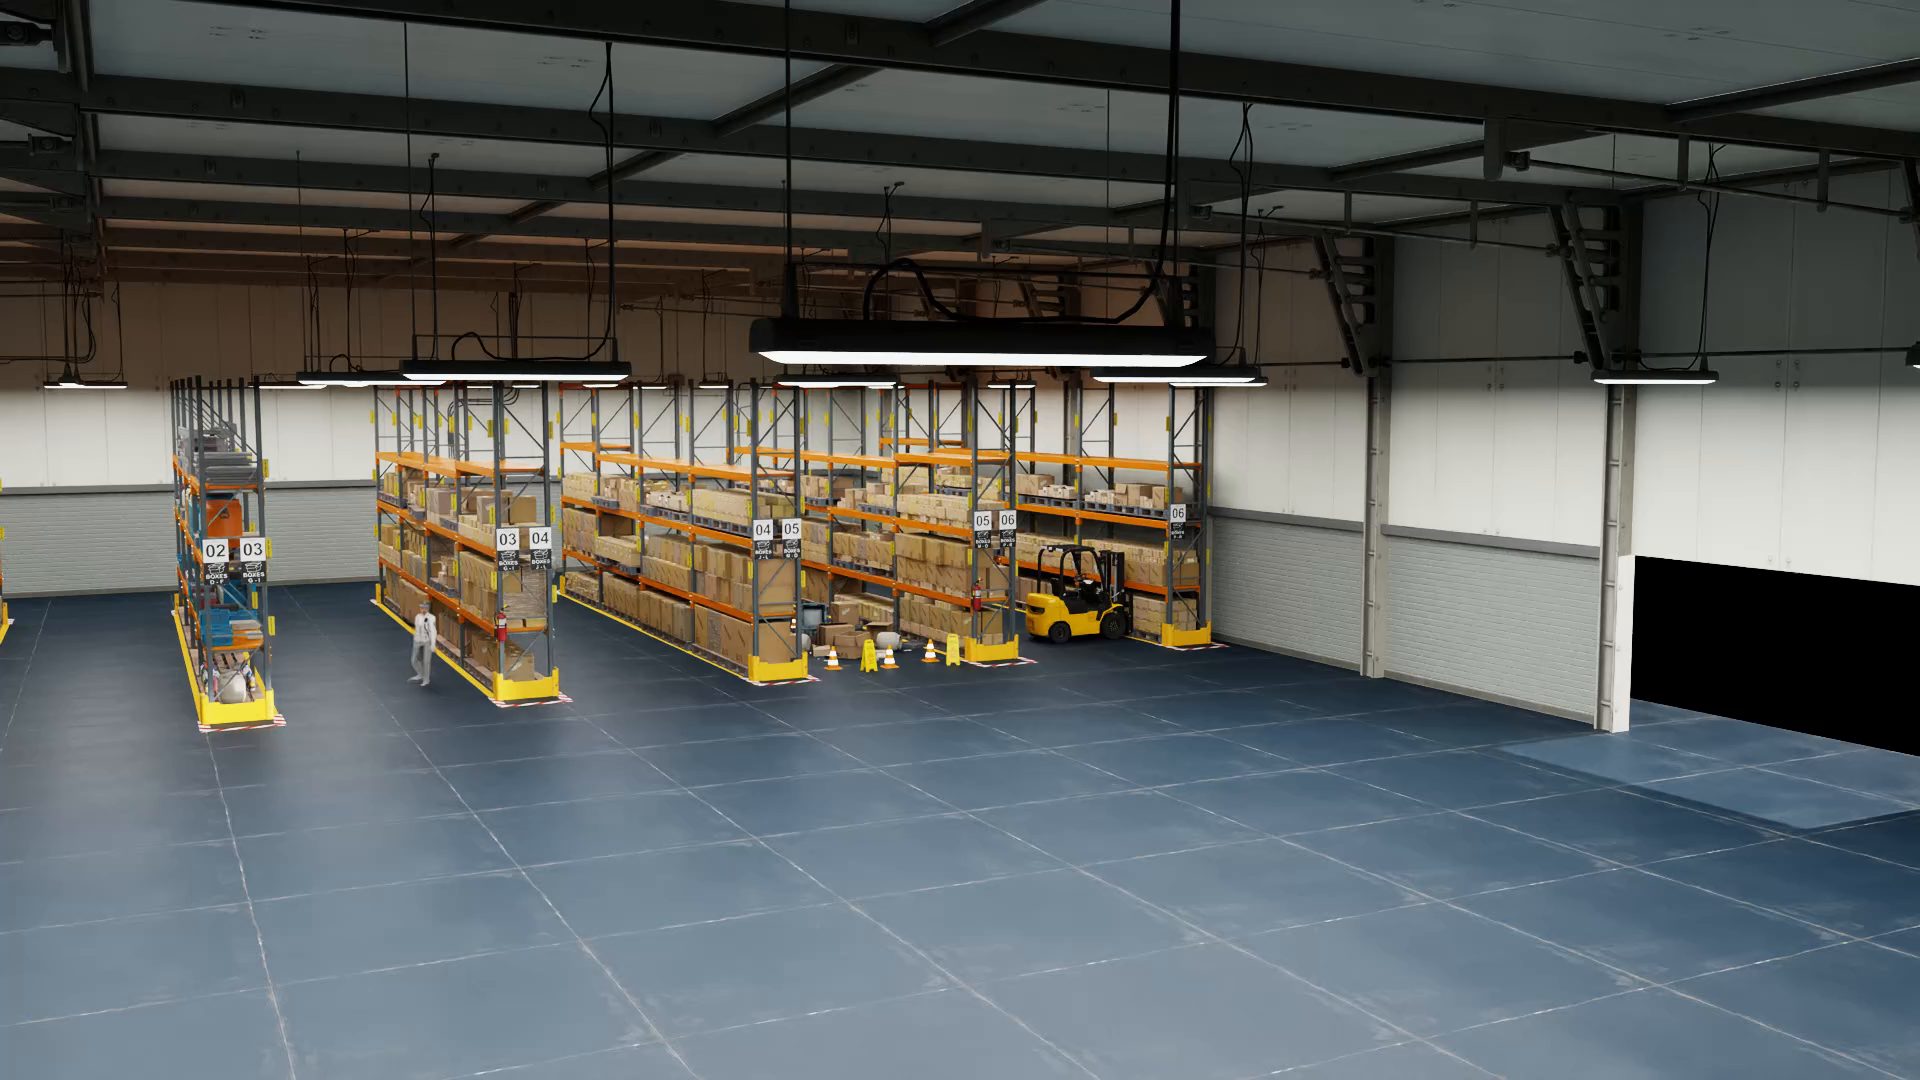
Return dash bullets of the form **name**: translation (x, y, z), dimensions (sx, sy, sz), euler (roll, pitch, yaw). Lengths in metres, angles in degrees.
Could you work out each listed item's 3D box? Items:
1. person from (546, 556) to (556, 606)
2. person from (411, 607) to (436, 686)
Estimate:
- **person**: translation (-11.120, 1.003, 44.279), dimensions (0.716, 1.583, 0.876), euler (-3, 6, -34)
- **person**: translation (-10.477, 2.033, 32.501), dimensions (0.594, 1.670, 0.465), euler (1, 5, 8)
